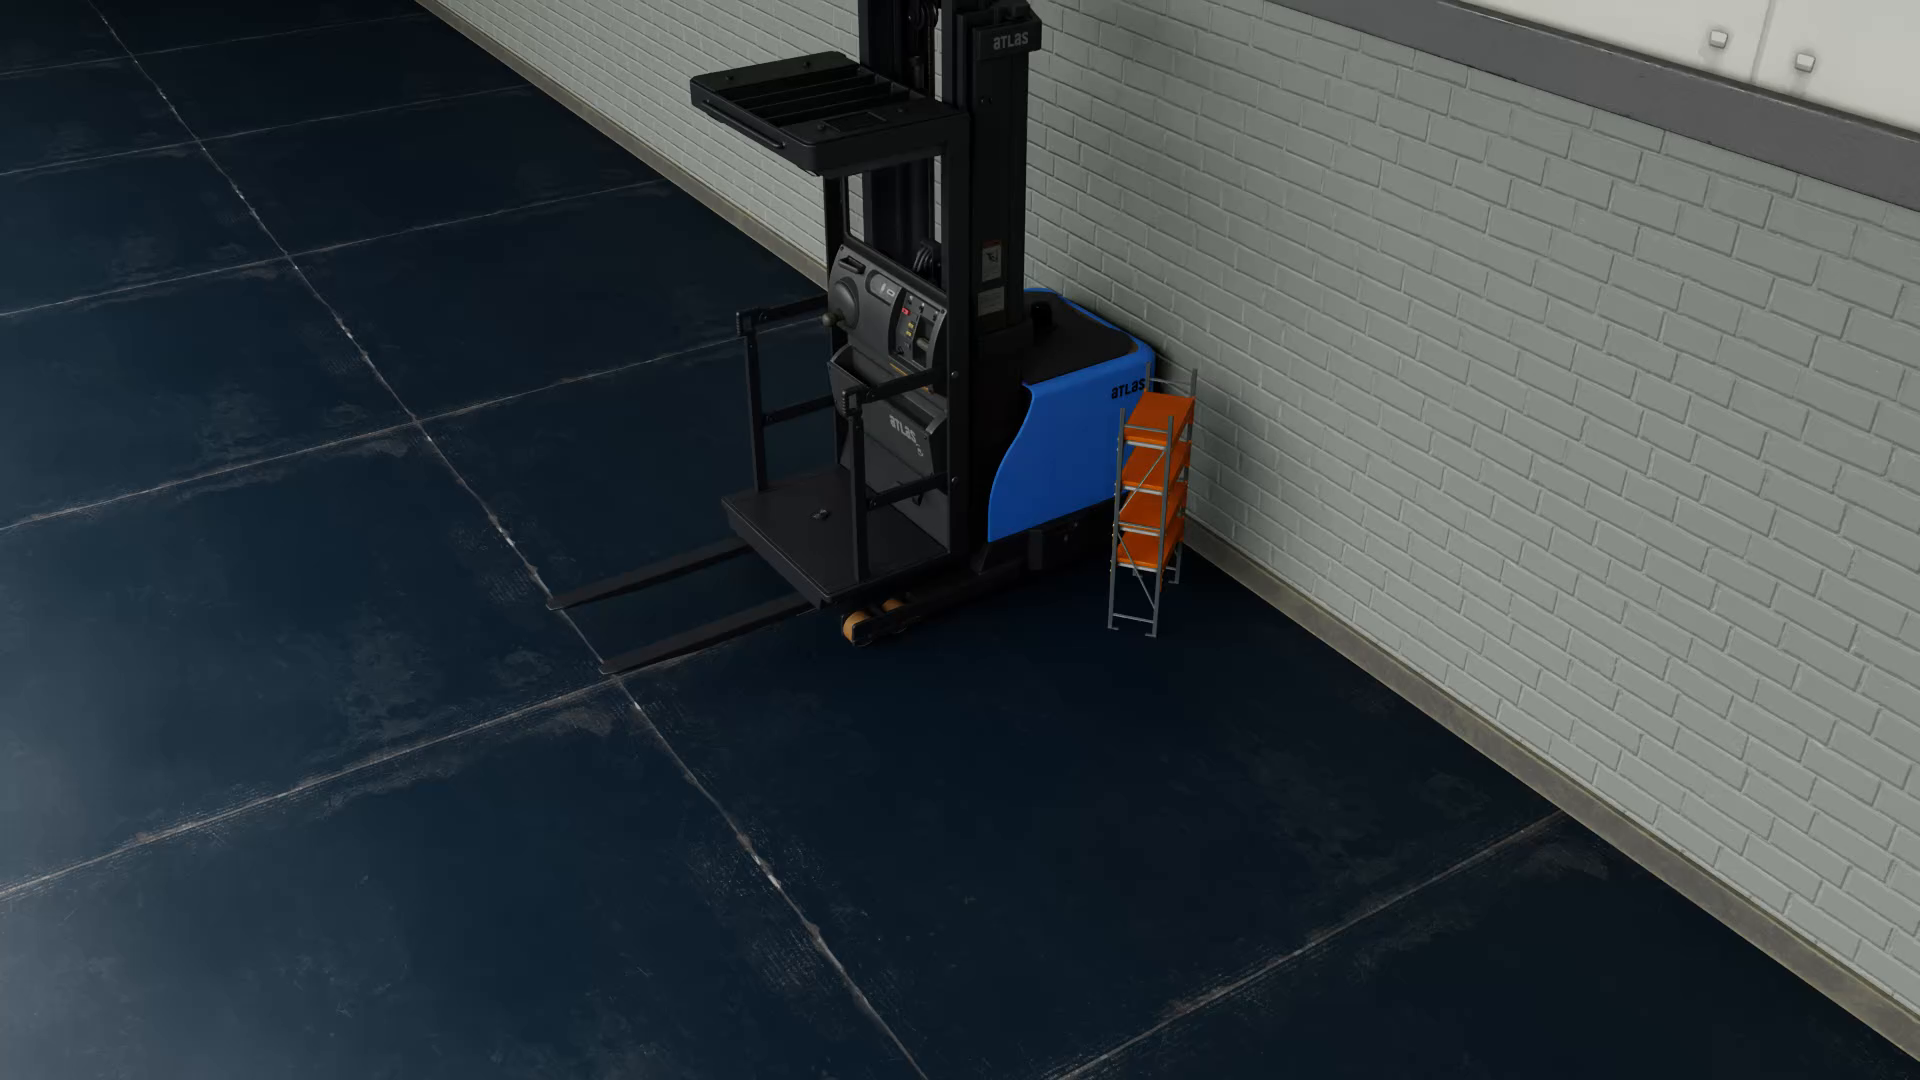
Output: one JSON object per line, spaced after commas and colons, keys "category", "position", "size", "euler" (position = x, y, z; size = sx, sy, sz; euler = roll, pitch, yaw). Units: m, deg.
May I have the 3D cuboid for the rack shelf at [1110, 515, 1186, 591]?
{"category": "rack shelf", "position": [0.913, 0.040, 8.061], "size": [0.258, 0.148, 0.480], "euler": [10, 34, 16]}

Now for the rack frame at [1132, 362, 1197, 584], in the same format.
{"category": "rack frame", "position": [0.993, -0.308, 8.114], "size": [0.240, 1.200, 0.015], "euler": [10, 34, 16]}

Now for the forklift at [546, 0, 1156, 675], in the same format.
{"category": "forklift", "position": [-0.518, -1.053, 7.672], "size": [3.031, 2.935, 1.130], "euler": [-20, 37, -28]}

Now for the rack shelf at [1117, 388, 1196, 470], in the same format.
{"category": "rack shelf", "position": [0.913, -0.518, 7.709], "size": [0.258, 0.148, 0.480], "euler": [10, 34, 16]}

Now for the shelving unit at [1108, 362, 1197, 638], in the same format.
{"category": "shelving unit", "position": [0.913, -0.185, 7.919], "size": [0.258, 1.200, 0.503], "euler": [10, 34, 16]}

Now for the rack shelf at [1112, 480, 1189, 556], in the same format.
{"category": "rack shelf", "position": [0.913, -0.128, 7.955], "size": [0.258, 0.148, 0.480], "euler": [10, 34, 16]}

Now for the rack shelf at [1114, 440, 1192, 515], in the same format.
{"category": "rack shelf", "position": [0.913, -0.317, 7.836], "size": [0.258, 0.148, 0.480], "euler": [10, 34, 16]}

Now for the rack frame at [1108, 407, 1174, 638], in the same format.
{"category": "rack frame", "position": [0.833, -0.062, 7.724], "size": [0.240, 1.200, 0.015], "euler": [10, 34, 16]}
